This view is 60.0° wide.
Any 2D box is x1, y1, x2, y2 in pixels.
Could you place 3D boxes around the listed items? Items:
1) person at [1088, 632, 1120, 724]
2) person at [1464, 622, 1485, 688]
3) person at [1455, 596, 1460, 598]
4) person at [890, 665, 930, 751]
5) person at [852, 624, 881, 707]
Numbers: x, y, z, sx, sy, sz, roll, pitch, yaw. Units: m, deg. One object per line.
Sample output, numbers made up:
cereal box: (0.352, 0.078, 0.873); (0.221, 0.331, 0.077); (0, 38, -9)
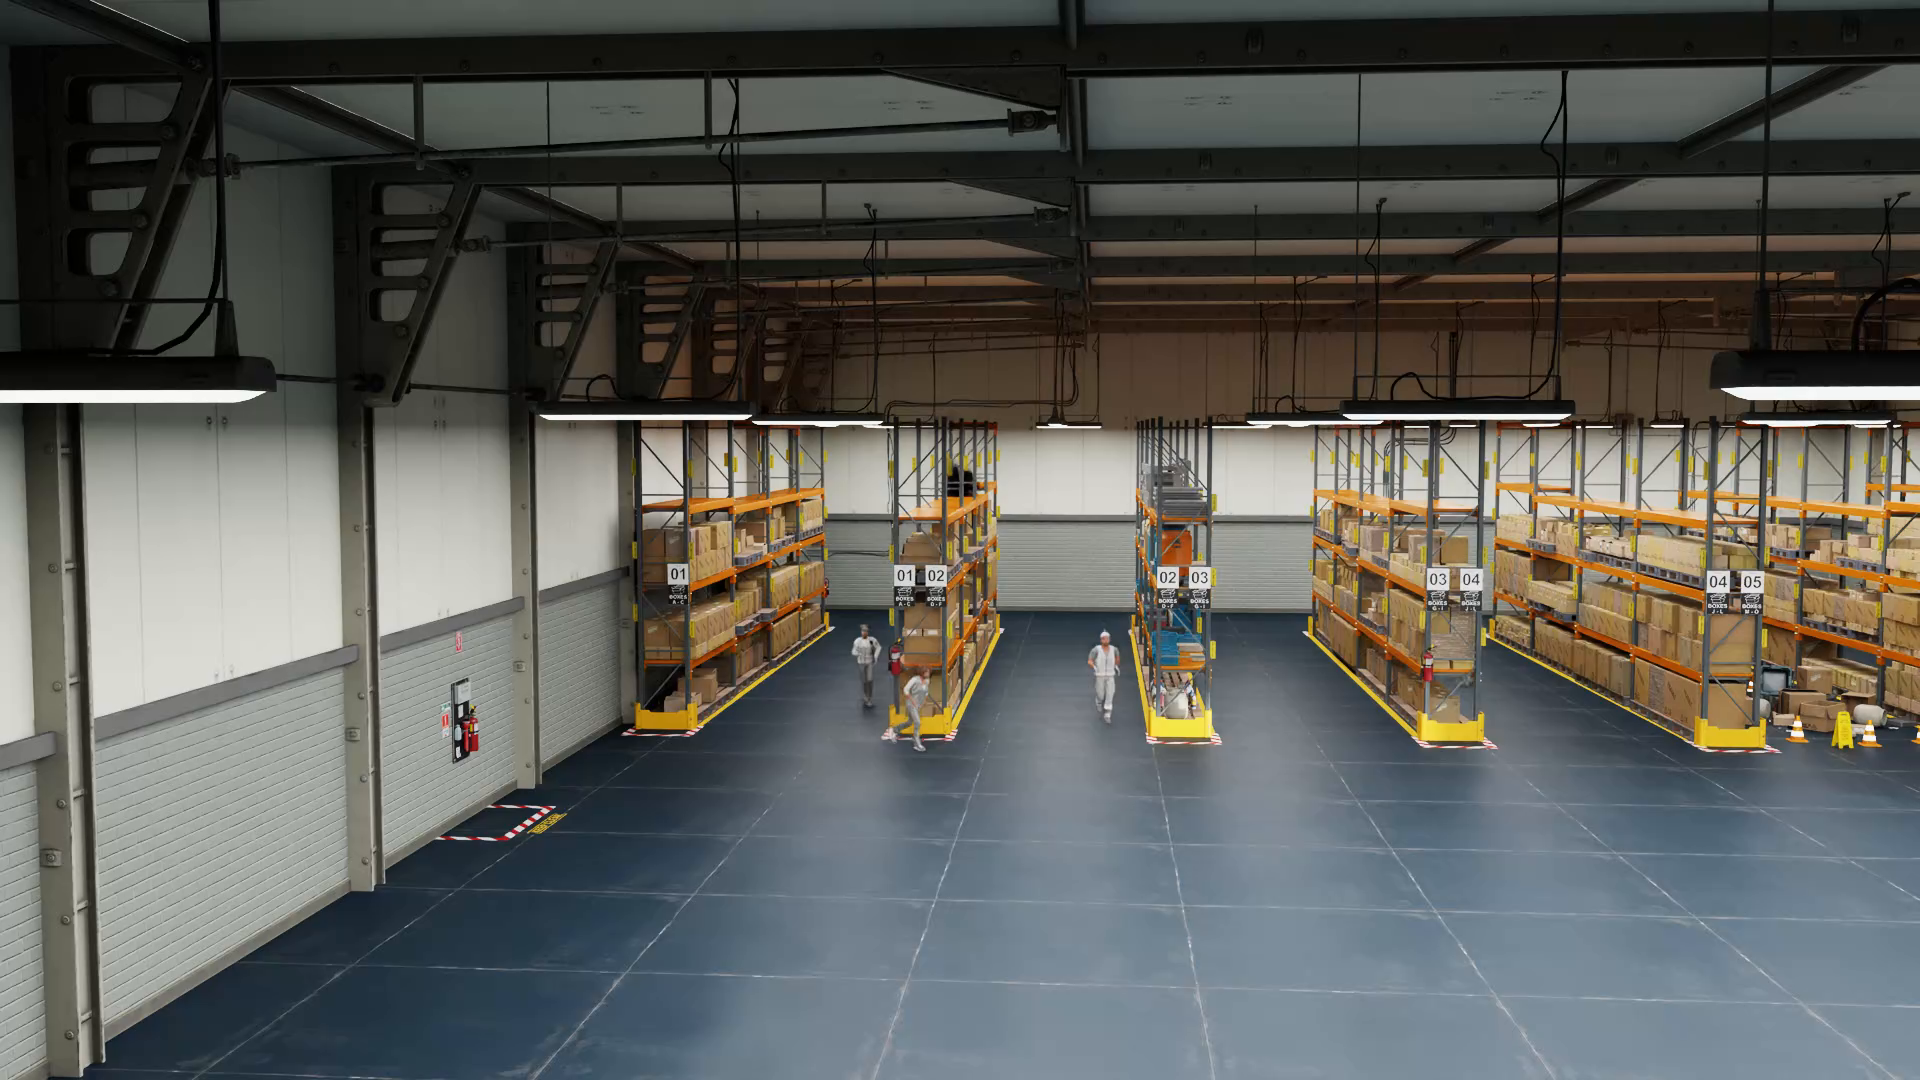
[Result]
person: (2.845, 2.692, 32.798); (0.638, 1.774, 0.959); (0, 4, -4)
person: (11.505, 2.408, 37.421); (0.631, 1.845, 0.768); (0, 4, -4)
person: (13.527, 1.864, 46.041); (0.810, 1.703, 0.659); (1, 4, 18)
person: (-0.893, 3.009, 30.108); (0.850, 1.543, 0.517); (3, 5, 41)
person: (-1.983, 2.619, 34.760); (0.557, 1.740, 0.726); (0, 4, 3)
